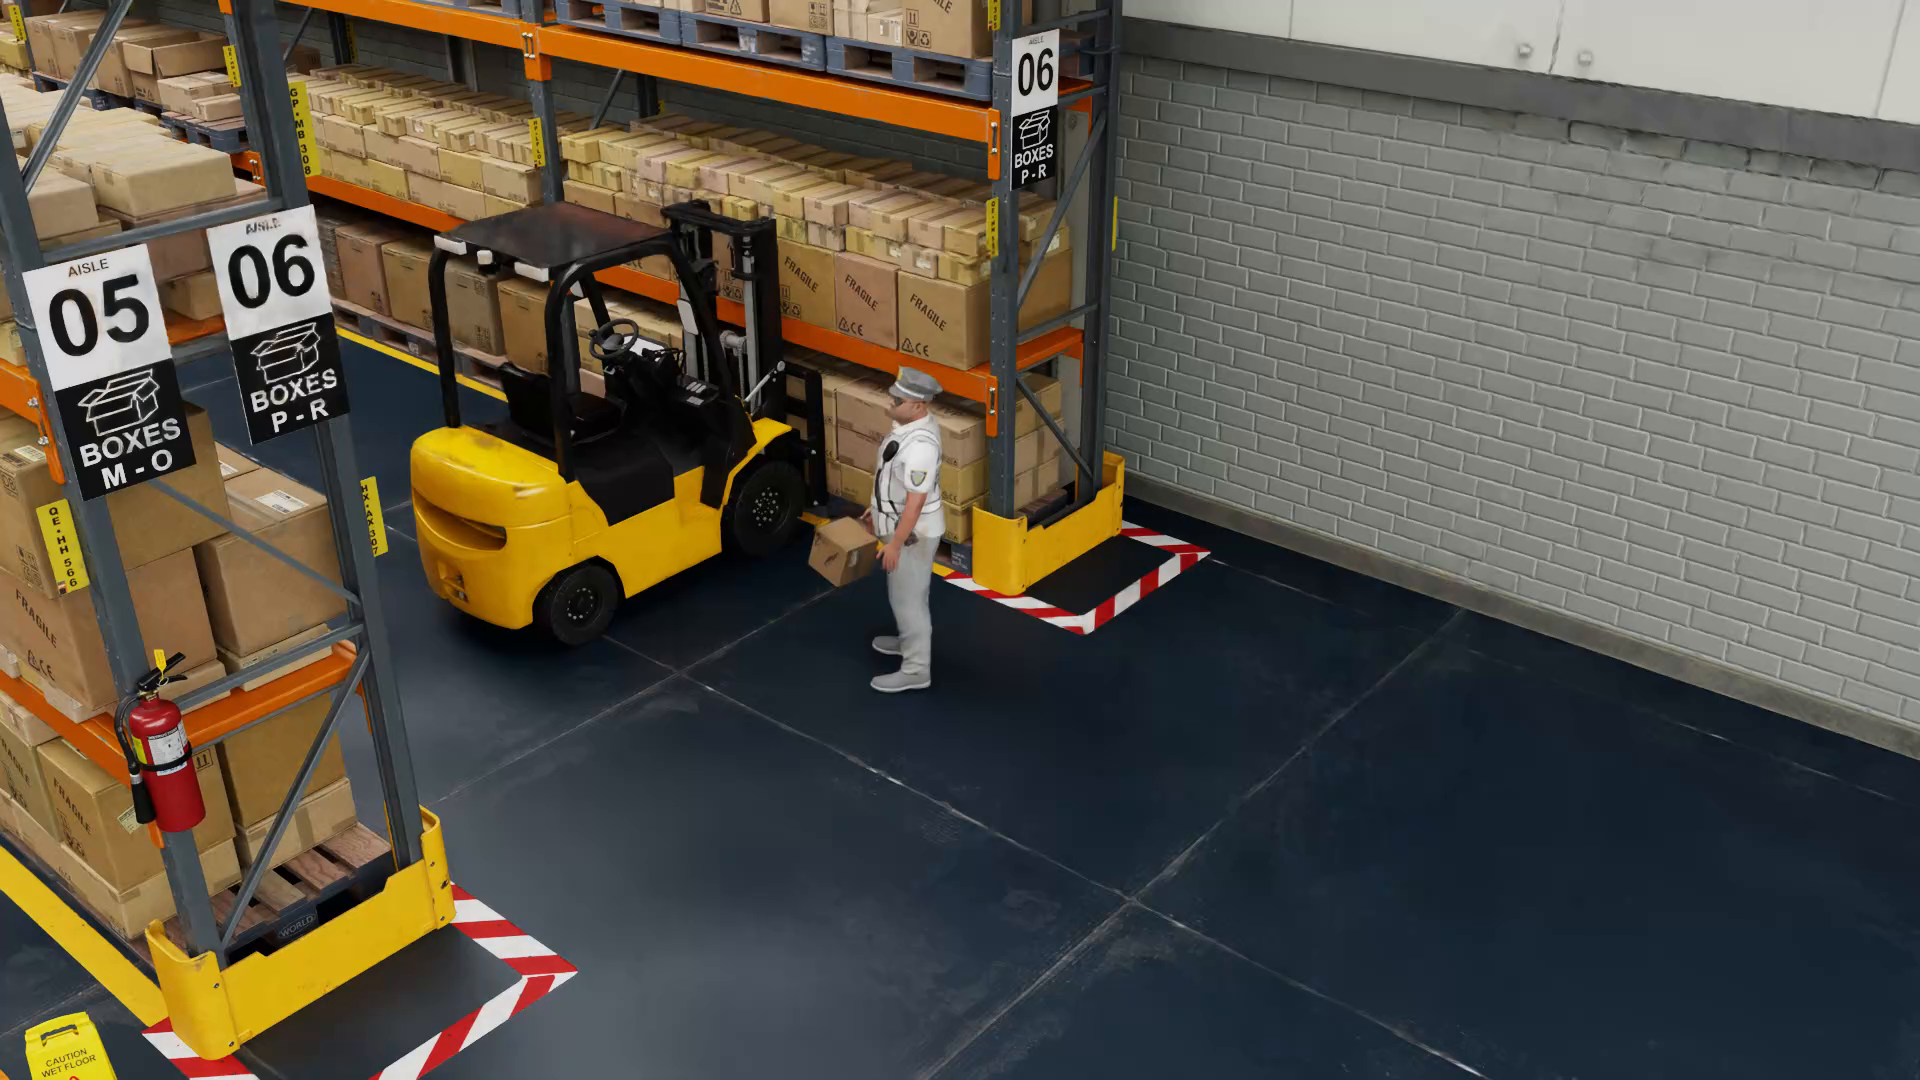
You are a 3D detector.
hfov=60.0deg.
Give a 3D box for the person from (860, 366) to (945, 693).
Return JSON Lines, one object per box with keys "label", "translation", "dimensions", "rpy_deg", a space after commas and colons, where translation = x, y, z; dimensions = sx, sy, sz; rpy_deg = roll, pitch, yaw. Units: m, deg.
{"label": "person", "translation": [-0.304, -0.078, 8.700], "dimensions": [0.427, 1.786, 0.611], "rpy_deg": [-2, 27, -4]}
